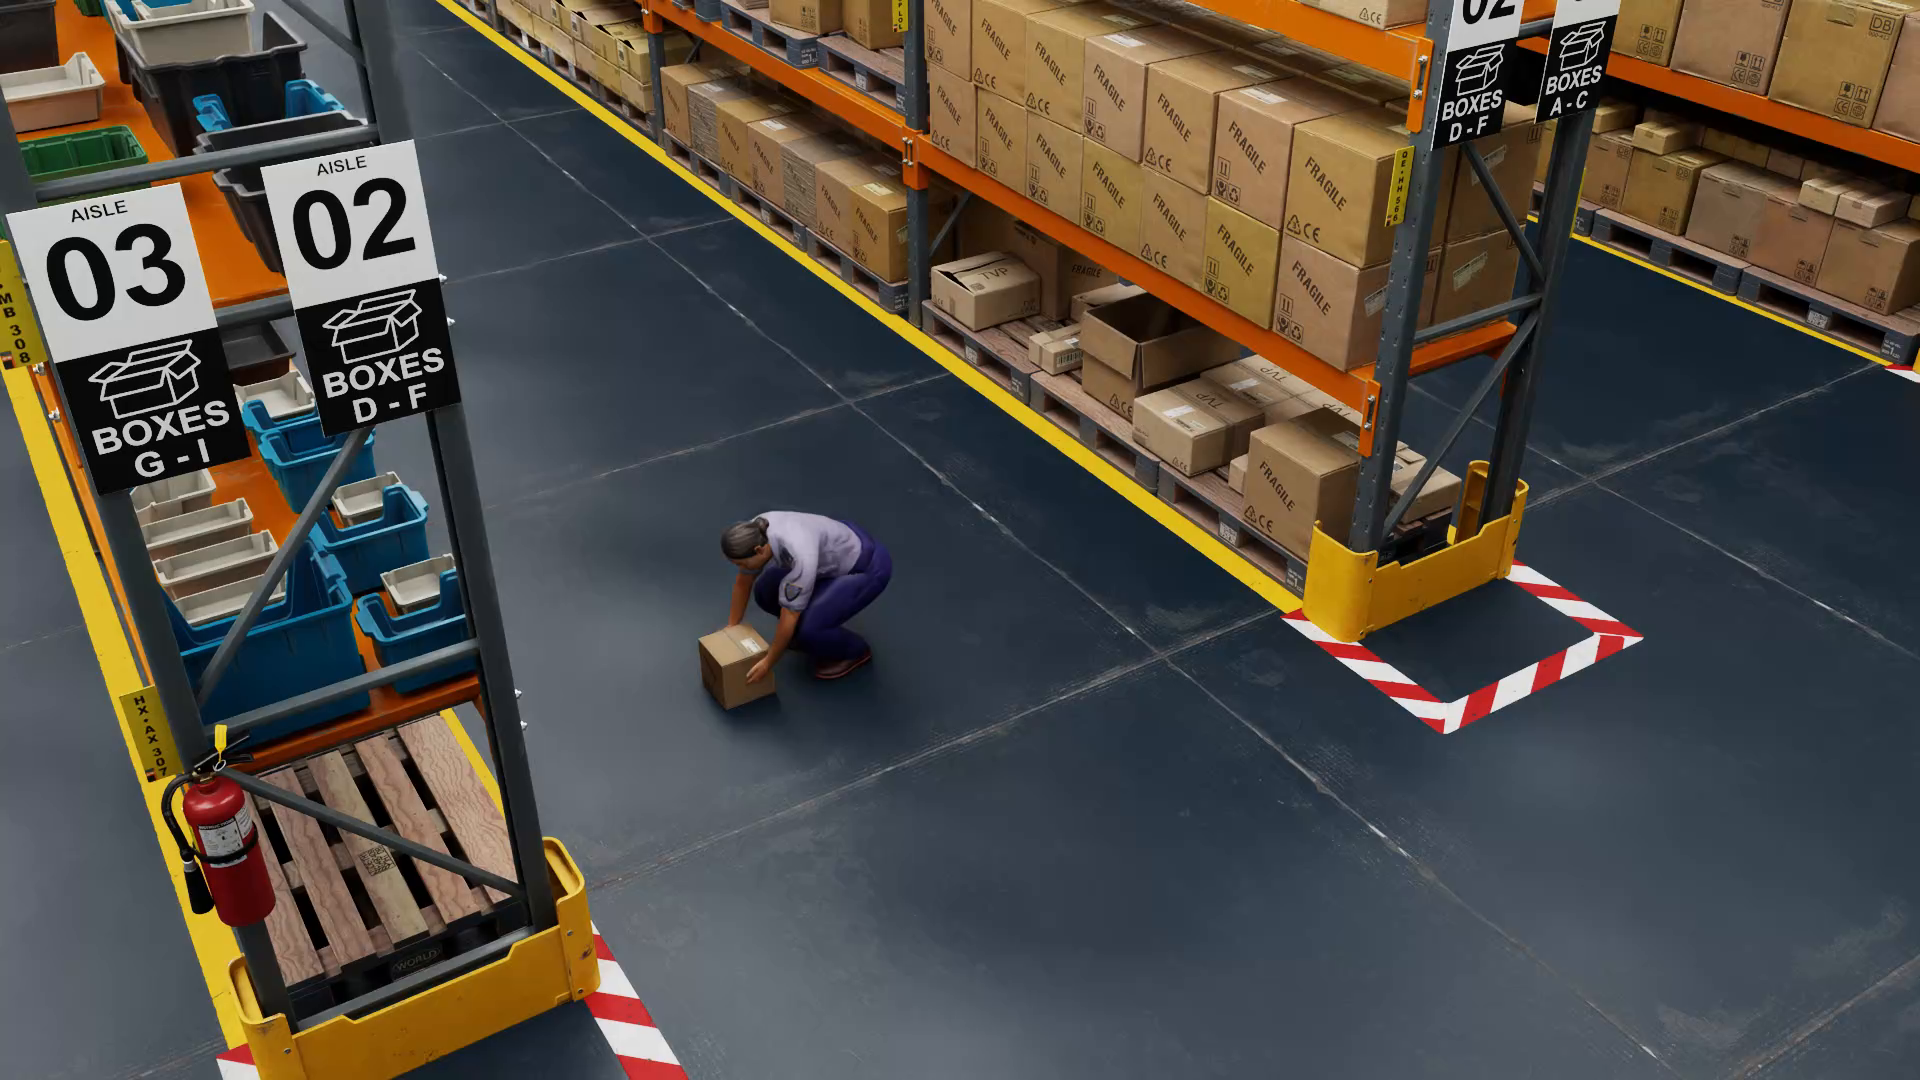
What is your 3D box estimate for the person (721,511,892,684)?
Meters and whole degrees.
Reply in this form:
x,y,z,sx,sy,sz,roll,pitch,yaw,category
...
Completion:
x,y,z,sx,sy,sz,roll,pitch,yaw,category
-0.707,0.198,7.542,0.829,0.901,0.527,-19,38,-27,person
